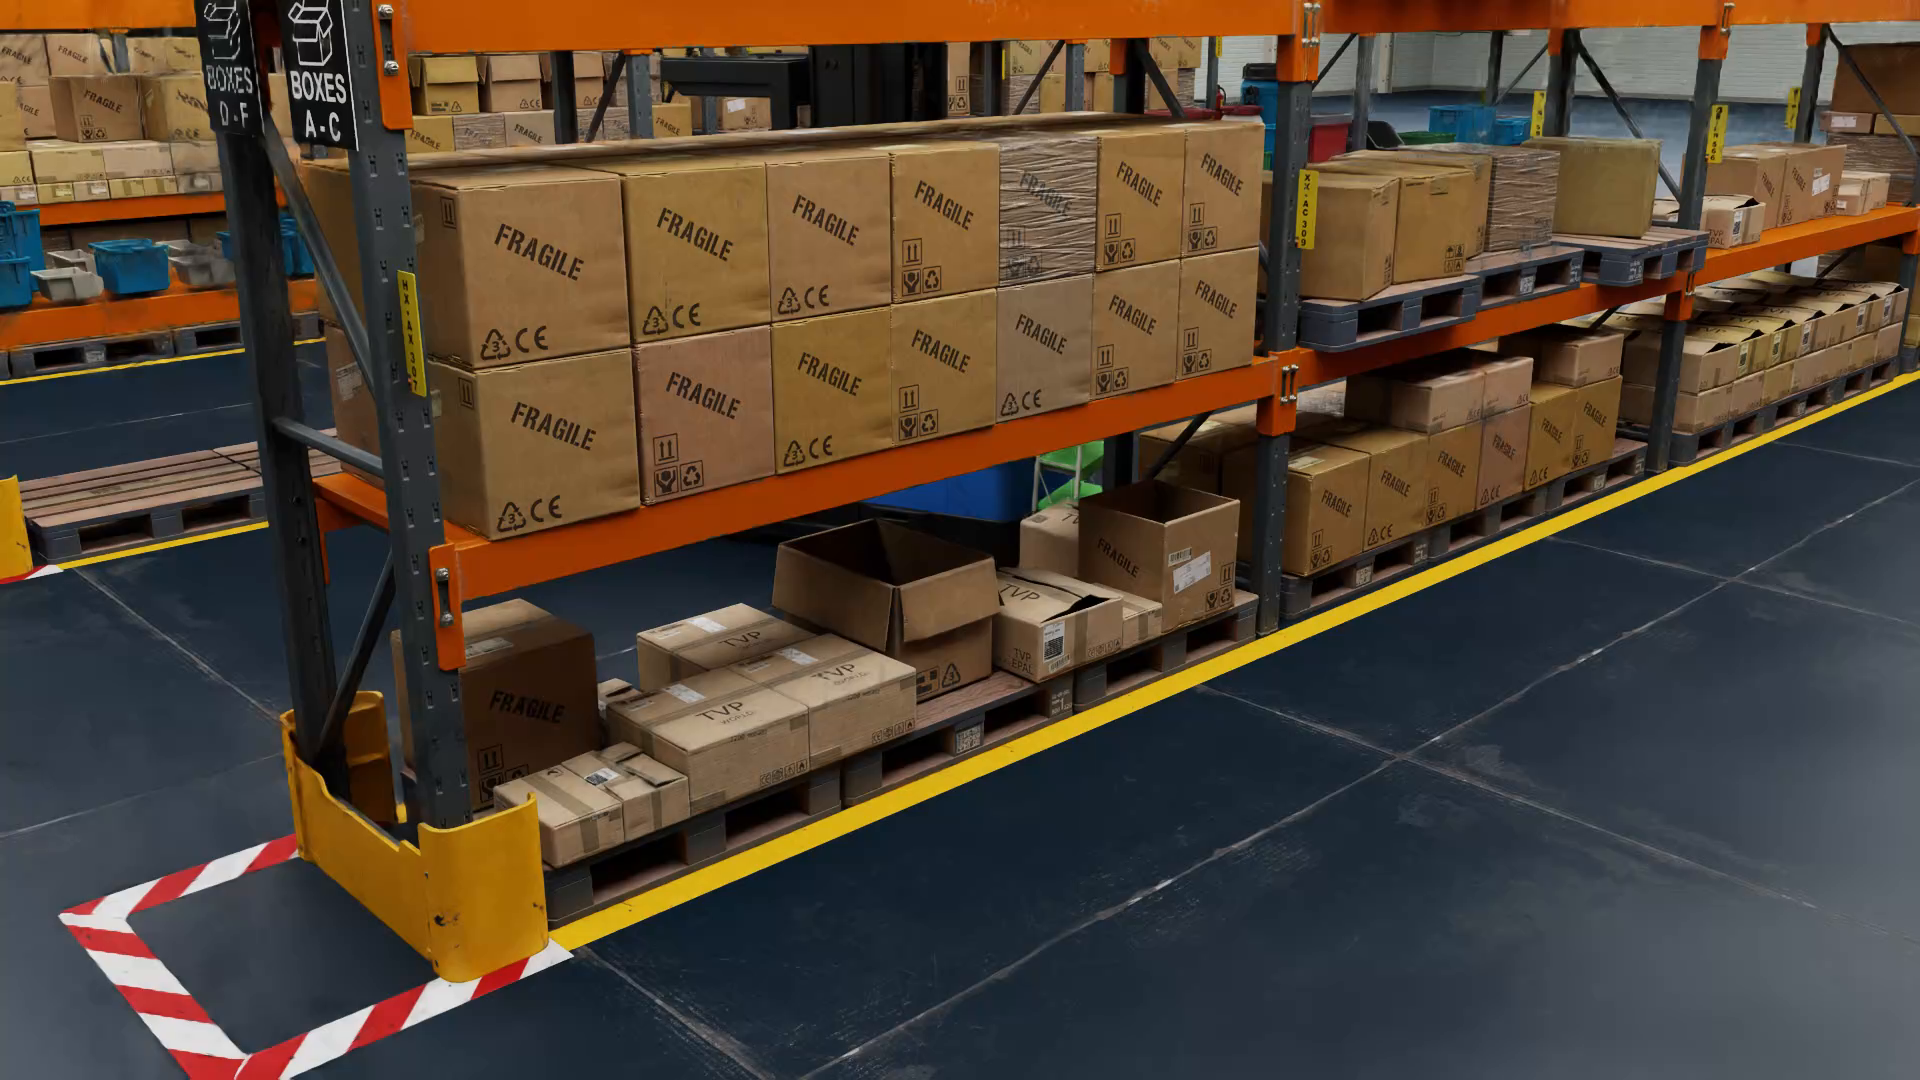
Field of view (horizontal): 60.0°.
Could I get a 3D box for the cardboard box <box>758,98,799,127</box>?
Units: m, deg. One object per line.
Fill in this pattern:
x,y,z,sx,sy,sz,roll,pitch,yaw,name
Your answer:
-2.114,-4.683,17.722,0.500,0.500,0.700,-12,22,-33,cardboard box

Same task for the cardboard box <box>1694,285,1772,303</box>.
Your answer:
5.680,-1.710,12.264,0.500,0.311,0.500,17,25,42,cardboard box

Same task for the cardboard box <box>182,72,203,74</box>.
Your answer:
-6.245,-3.707,14.098,0.500,0.500,0.500,-16,24,-41,cardboard box

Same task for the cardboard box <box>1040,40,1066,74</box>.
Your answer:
0.955,-5.828,19.832,0.500,0.500,0.500,-16,24,-41,cardboard box

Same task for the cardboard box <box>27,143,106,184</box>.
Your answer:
-6.978,-2.917,12.878,0.500,0.250,0.500,-17,24,-42,cardboard box

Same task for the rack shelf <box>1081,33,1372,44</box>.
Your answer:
2.041,-4.570,14.519,4.000,0.370,1.077,-16,24,-41,rack shelf

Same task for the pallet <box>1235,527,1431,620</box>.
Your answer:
1.647,0.043,8.511,1.213,0.211,1.003,-16,24,-41,pallet

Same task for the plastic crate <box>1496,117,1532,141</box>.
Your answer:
6.242,-4.513,18.281,0.616,0.251,0.499,-16,24,-41,plastic crate

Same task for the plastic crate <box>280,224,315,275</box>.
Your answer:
-3.645,-1.636,9.343,0.300,0.233,0.416,-16,24,-41,plastic crate

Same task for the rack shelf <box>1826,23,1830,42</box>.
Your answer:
8.348,-4.307,13.707,4.000,0.370,1.077,-16,24,-41,rack shelf

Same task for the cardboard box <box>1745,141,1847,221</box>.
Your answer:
5.942,-2.575,11.902,0.500,0.500,0.500,-14,23,-37,cardboard box

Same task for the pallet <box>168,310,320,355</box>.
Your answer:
-6.328,-1.854,14.360,1.213,0.211,1.003,-16,24,-41,pallet

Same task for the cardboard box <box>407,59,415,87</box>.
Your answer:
-5.263,-3.986,14.626,0.637,0.503,0.797,-17,25,-42,cardboard box

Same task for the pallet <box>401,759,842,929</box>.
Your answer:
-1.191,0.886,5.911,1.213,0.211,1.003,-16,24,-41,pallet

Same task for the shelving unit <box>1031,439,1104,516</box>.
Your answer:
0.593,-0.442,8.340,0.258,1.200,0.503,14,24,24,shelving unit

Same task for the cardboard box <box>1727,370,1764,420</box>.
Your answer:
4.935,-0.994,10.966,0.500,0.250,0.500,17,25,42,cardboard box

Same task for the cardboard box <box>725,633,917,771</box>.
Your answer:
-0.508,0.580,6.078,0.500,0.250,0.500,-16,24,-41,cardboard box

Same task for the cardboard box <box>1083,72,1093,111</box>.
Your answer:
1.142,-5.516,20.491,0.500,0.500,0.875,-16,24,-41,cardboard box

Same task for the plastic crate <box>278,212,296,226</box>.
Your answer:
-3.909,-1.808,9.871,0.300,0.233,0.416,-16,24,-41,plastic crate

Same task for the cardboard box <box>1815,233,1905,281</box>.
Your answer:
7.453,-2.297,13.769,0.500,0.500,0.500,-16,24,-41,cardboard box

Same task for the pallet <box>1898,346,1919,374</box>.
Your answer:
7.501,-1.631,13.673,1.213,0.211,1.003,-16,24,-41,pallet

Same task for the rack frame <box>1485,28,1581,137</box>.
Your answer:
6.400,-4.757,18.792,0.127,3.000,1.000,-16,24,-41,rack frame

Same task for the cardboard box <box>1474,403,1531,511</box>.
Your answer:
2.716,-0.498,8.997,0.500,0.500,0.500,17,24,42,cardboard box

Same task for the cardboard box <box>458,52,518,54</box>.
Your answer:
-5.817,-5.921,20.599,0.500,0.500,0.700,-16,24,-41,cardboard box

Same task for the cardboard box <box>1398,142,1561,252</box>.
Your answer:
2.812,-1.888,9.102,0.500,0.500,0.700,-11,21,-31,cardboard box

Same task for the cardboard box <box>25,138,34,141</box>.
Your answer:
-9.685,-4.063,17.060,0.380,0.149,0.250,17,25,42,cardboard box

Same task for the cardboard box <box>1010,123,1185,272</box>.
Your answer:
0.522,-1.352,6.508,0.500,0.500,0.500,-17,24,-42,cardboard box

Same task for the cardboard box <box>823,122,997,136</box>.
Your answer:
-0.203,-1.371,6.567,0.500,0.500,0.500,17,25,42,cardboard box

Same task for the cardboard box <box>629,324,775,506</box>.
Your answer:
-0.950,-0.449,5.343,0.500,0.500,0.500,-17,24,-41,cardboard box

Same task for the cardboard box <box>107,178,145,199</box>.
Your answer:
-6.652,-2.794,13.146,0.250,0.149,0.380,-17,24,-42,cardboard box

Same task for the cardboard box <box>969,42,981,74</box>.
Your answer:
0.229,-5.841,19.870,0.500,0.500,0.500,-16,24,-41,cardboard box

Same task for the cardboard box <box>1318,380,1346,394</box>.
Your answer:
2.341,-0.609,9.340,0.500,0.500,0.500,17,25,42,cardboard box

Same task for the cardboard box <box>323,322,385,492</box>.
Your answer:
-1.686,-0.459,5.375,0.500,0.500,0.500,-15,23,-39,cardboard box

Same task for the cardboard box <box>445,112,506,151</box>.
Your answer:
-4.487,-3.626,15.142,0.500,0.500,0.500,-17,25,-42,cardboard box

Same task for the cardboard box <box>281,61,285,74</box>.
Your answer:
-11.436,-8.036,28.340,0.500,0.250,0.500,-16,24,-40,cardboard box

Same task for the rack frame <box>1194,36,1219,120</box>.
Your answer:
2.998,-5.867,22.216,0.127,3.000,1.000,-16,24,-41,rack frame

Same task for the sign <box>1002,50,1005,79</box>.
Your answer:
0.475,-5.446,19.042,0.005,0.325,0.100,-16,24,-41,sign

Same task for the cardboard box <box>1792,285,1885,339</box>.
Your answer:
6.423,-1.695,12.218,0.500,0.311,0.500,-15,23,-39,cardboard box

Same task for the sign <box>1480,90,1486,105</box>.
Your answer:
6.026,-5.013,19.133,0.005,0.325,0.100,-16,24,-41,sign

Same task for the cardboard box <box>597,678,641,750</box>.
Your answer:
-1.243,0.647,6.007,0.250,0.166,0.380,-16,24,-41,cardboard box

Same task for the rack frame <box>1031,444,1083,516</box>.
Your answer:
0.480,-0.367,8.137,0.240,1.200,0.015,14,24,24,rack frame

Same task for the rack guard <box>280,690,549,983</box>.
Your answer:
-1.770,0.917,5.345,0.348,0.500,1.175,-16,24,-41,rack guard

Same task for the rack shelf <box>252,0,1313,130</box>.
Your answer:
-0.372,-1.764,5.865,4.000,0.370,1.077,-16,24,-41,rack shelf

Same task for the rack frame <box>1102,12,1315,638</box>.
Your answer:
1.082,-1.103,7.524,0.127,3.000,1.000,-16,24,-41,rack frame

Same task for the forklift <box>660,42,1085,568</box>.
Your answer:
-0.875,-1.523,8.931,3.031,2.935,1.130,8,20,24,forklift
